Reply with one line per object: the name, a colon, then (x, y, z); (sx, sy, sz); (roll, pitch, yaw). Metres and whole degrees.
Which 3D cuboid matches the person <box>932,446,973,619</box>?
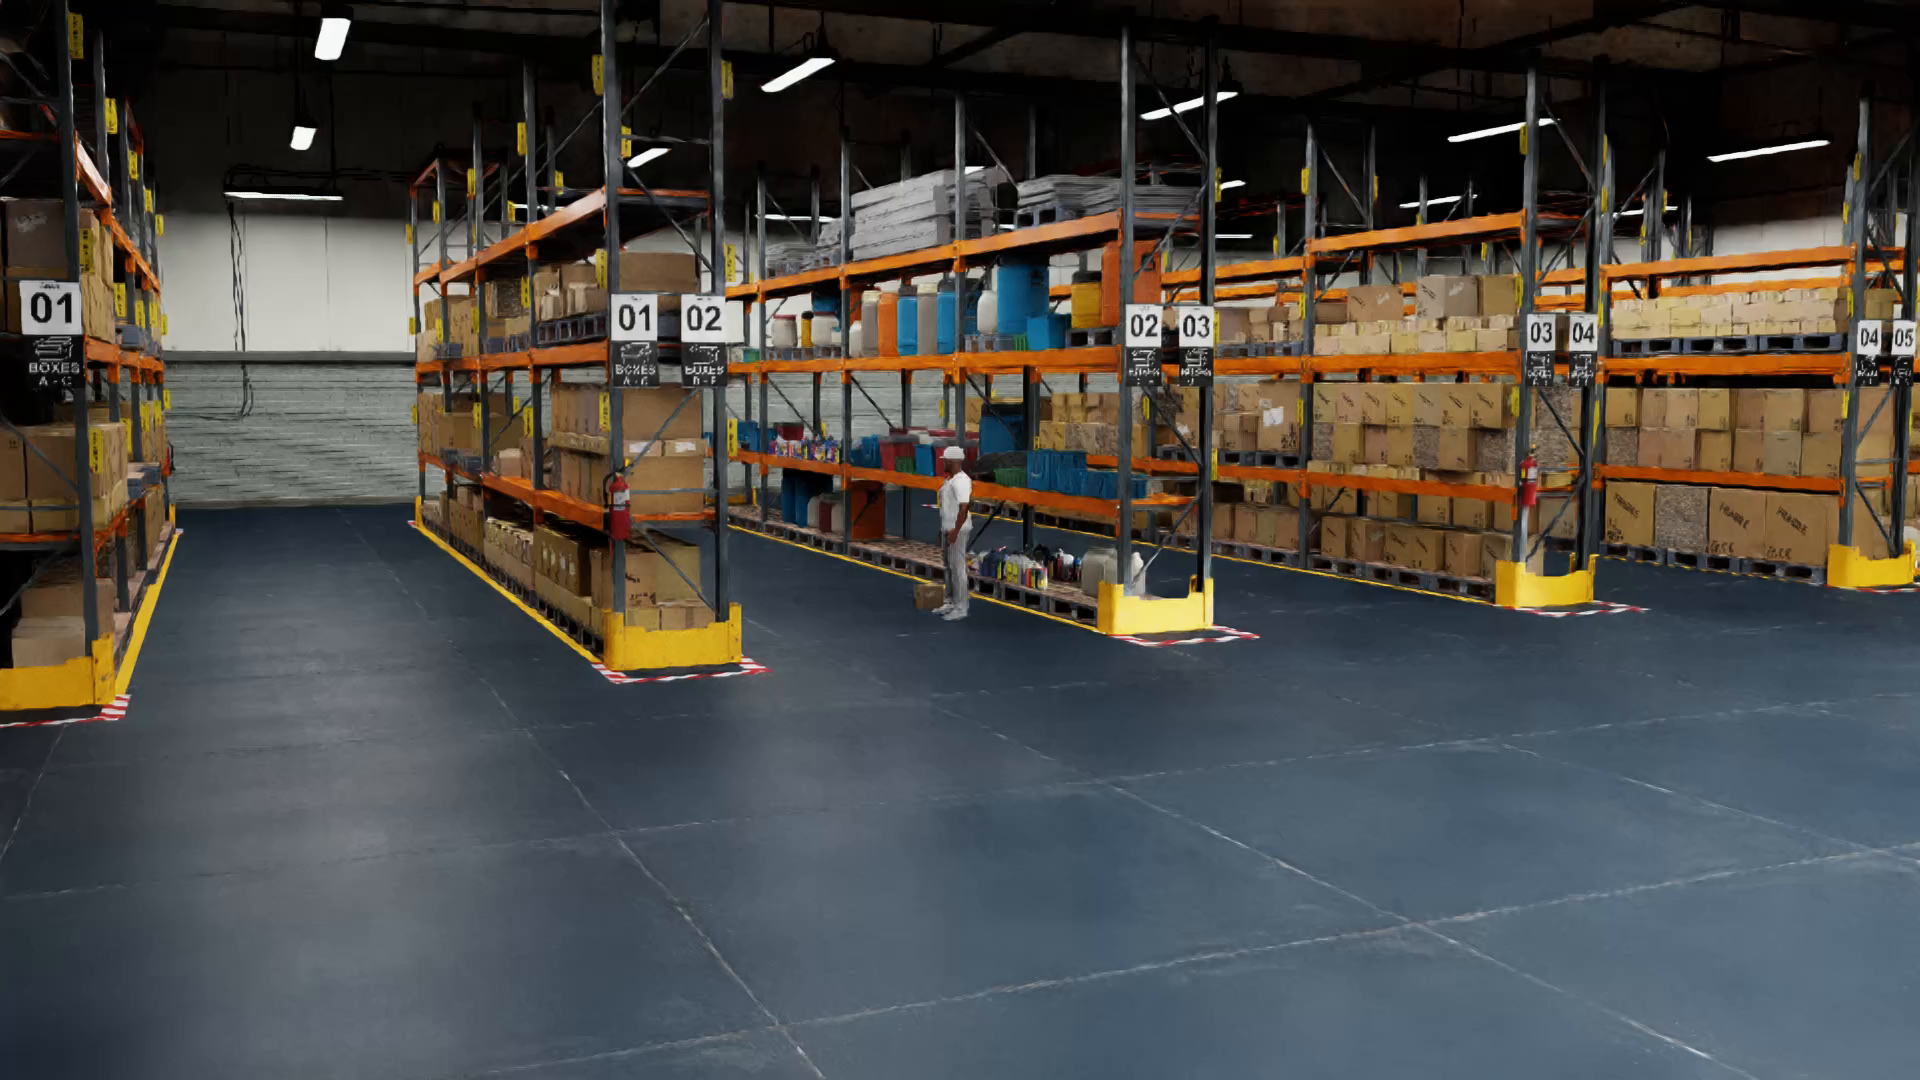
person: (-0.085, -0.084, 17.447); (0.413, 1.802, 0.627); (-1, 5, -11)
